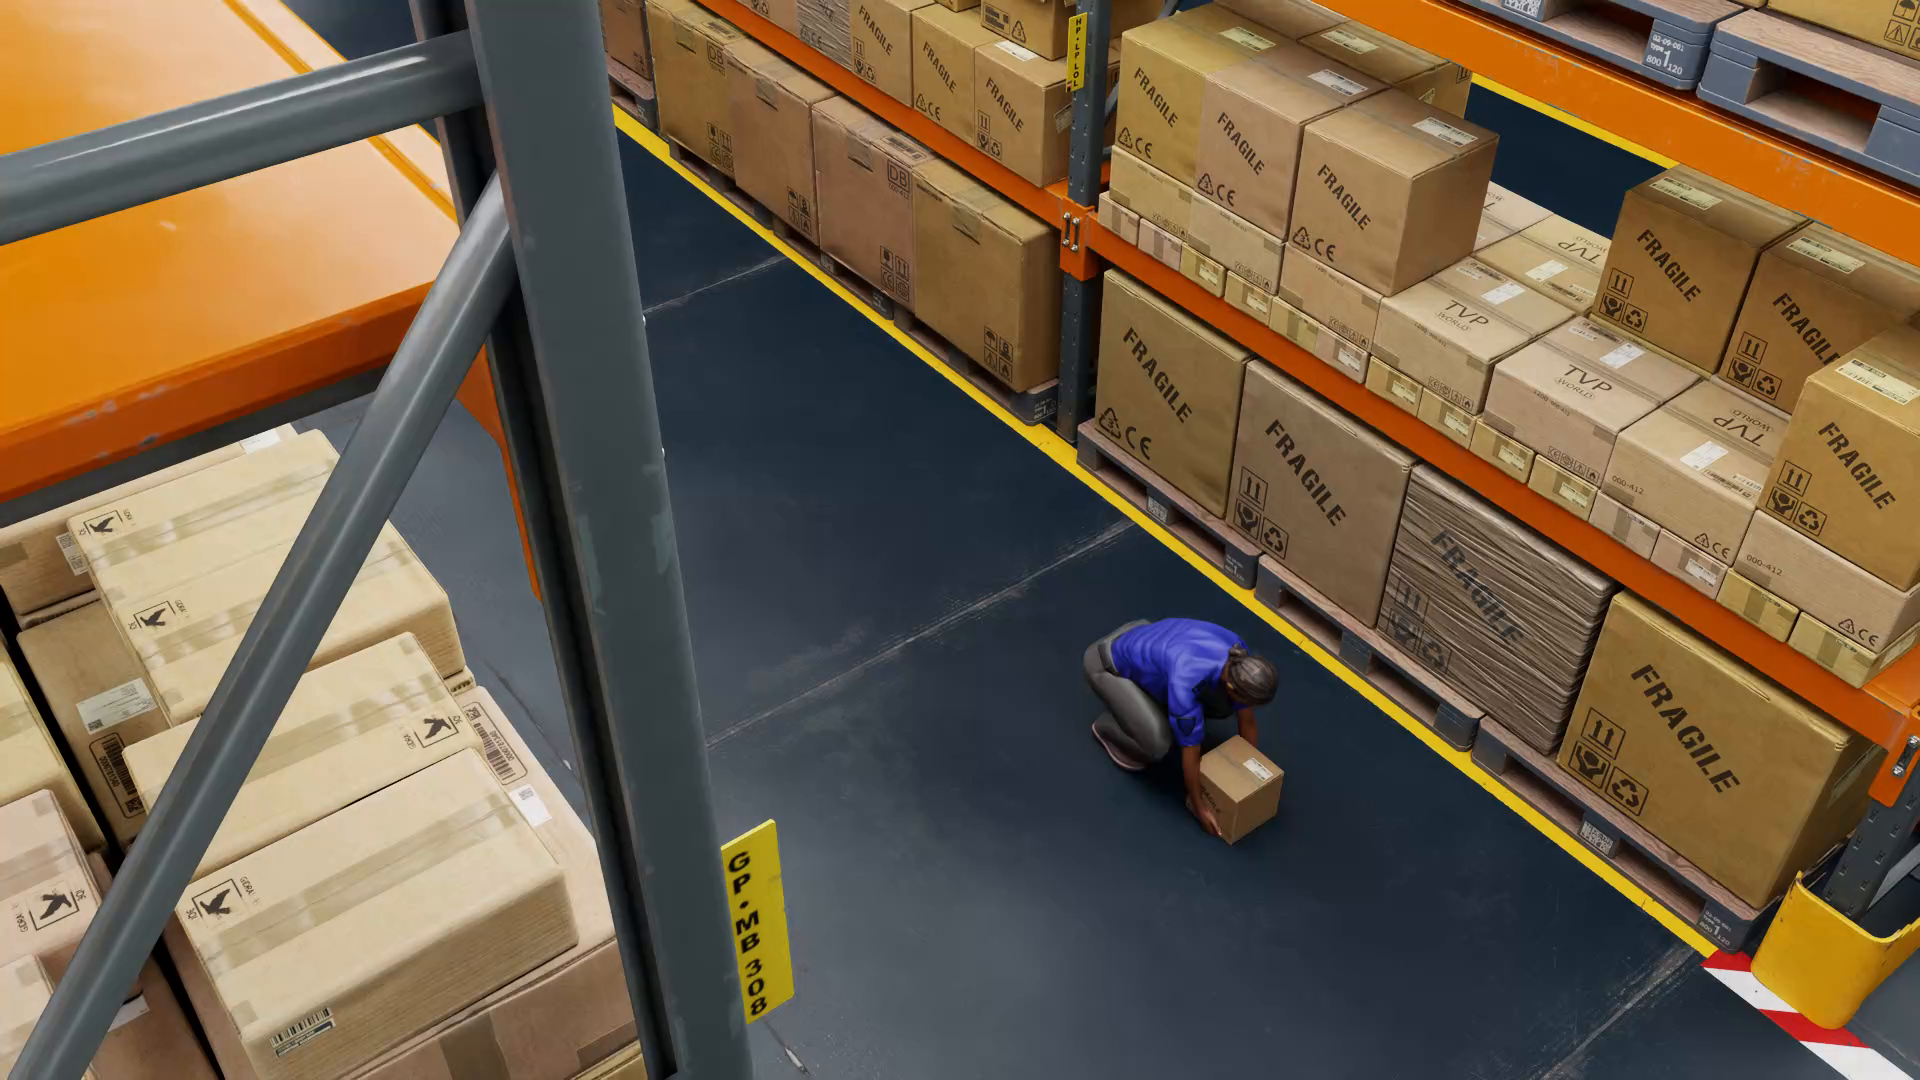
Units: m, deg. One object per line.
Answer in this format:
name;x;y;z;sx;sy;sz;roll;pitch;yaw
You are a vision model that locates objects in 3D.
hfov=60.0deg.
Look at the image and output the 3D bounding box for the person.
person;0.852;0.610;6.440;0.483;0.809;0.830;-27;47;-28
